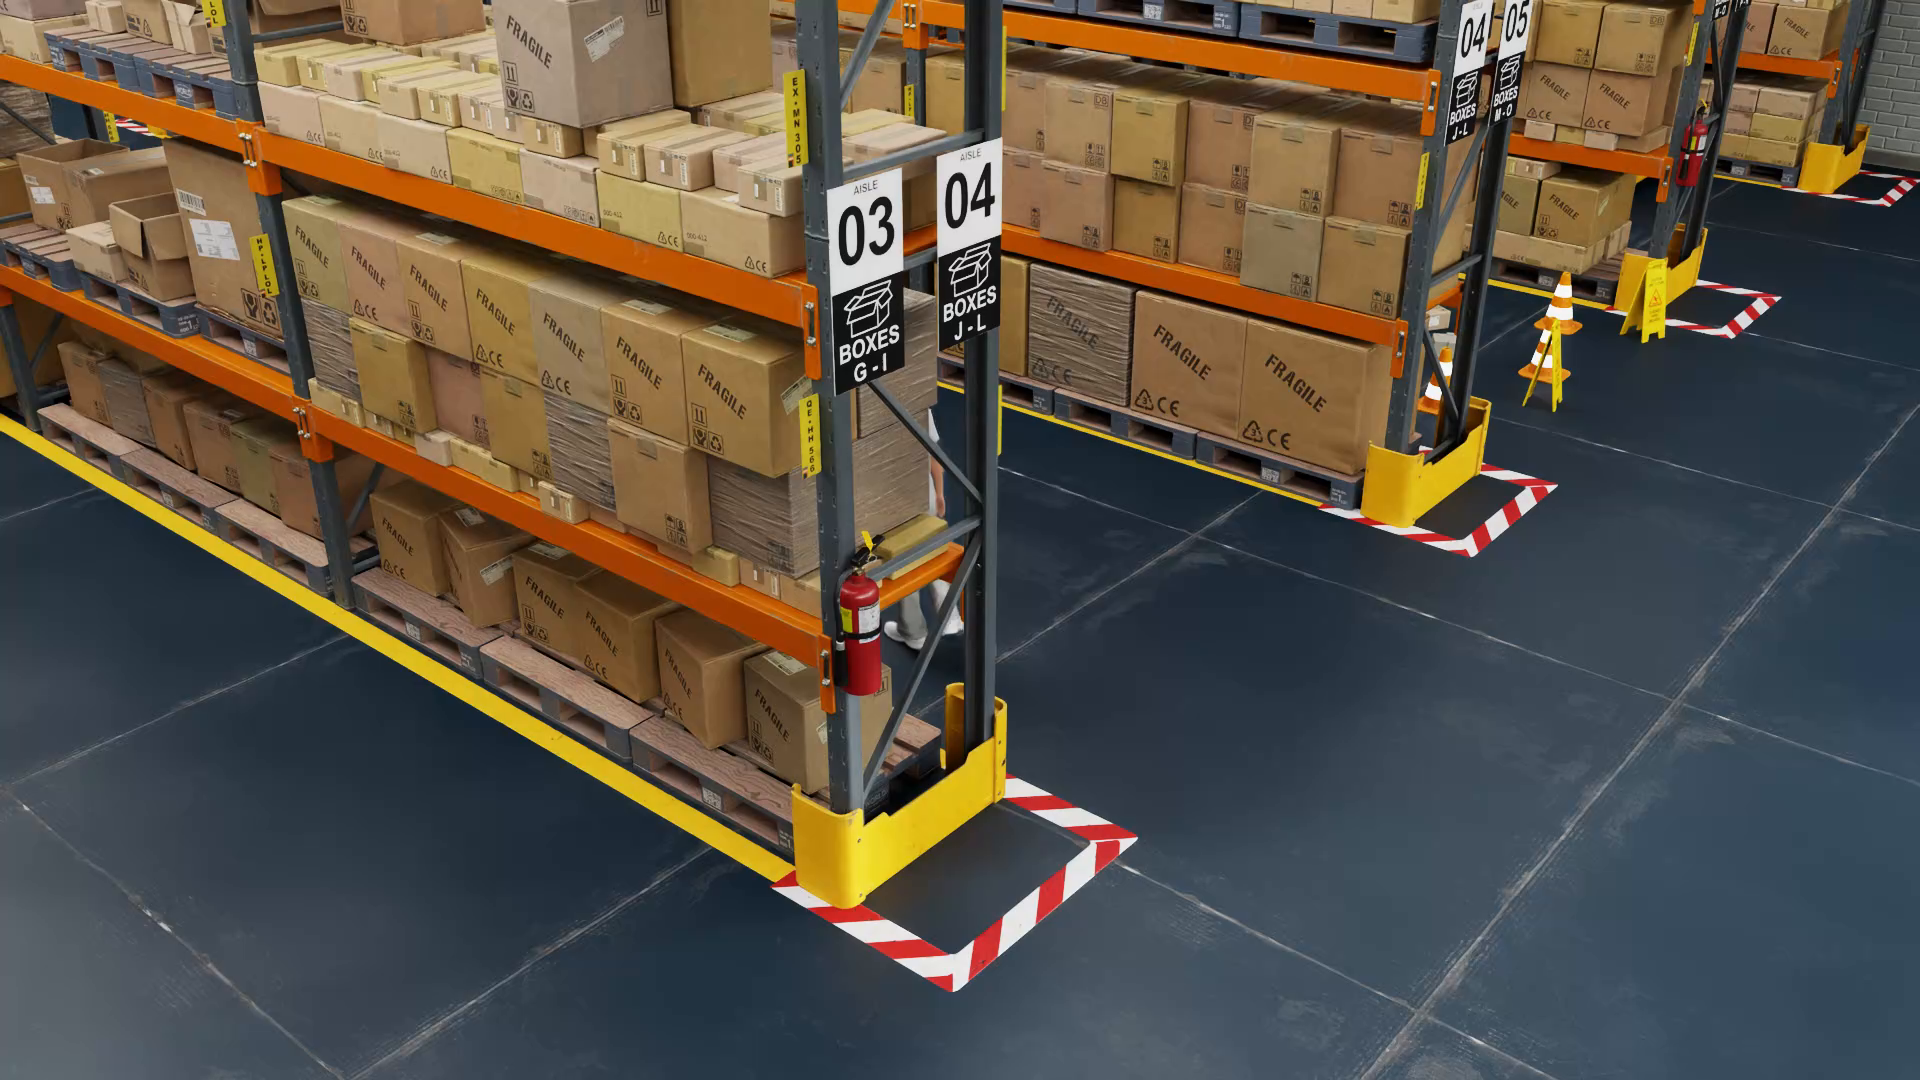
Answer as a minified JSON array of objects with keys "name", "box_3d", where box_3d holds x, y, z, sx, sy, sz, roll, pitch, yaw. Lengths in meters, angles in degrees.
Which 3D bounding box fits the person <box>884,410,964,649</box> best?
[{"name":"person","box_3d":[-0.240,-0.153,8.919,0.516,1.667,0.528,-18,32,-31]}]
